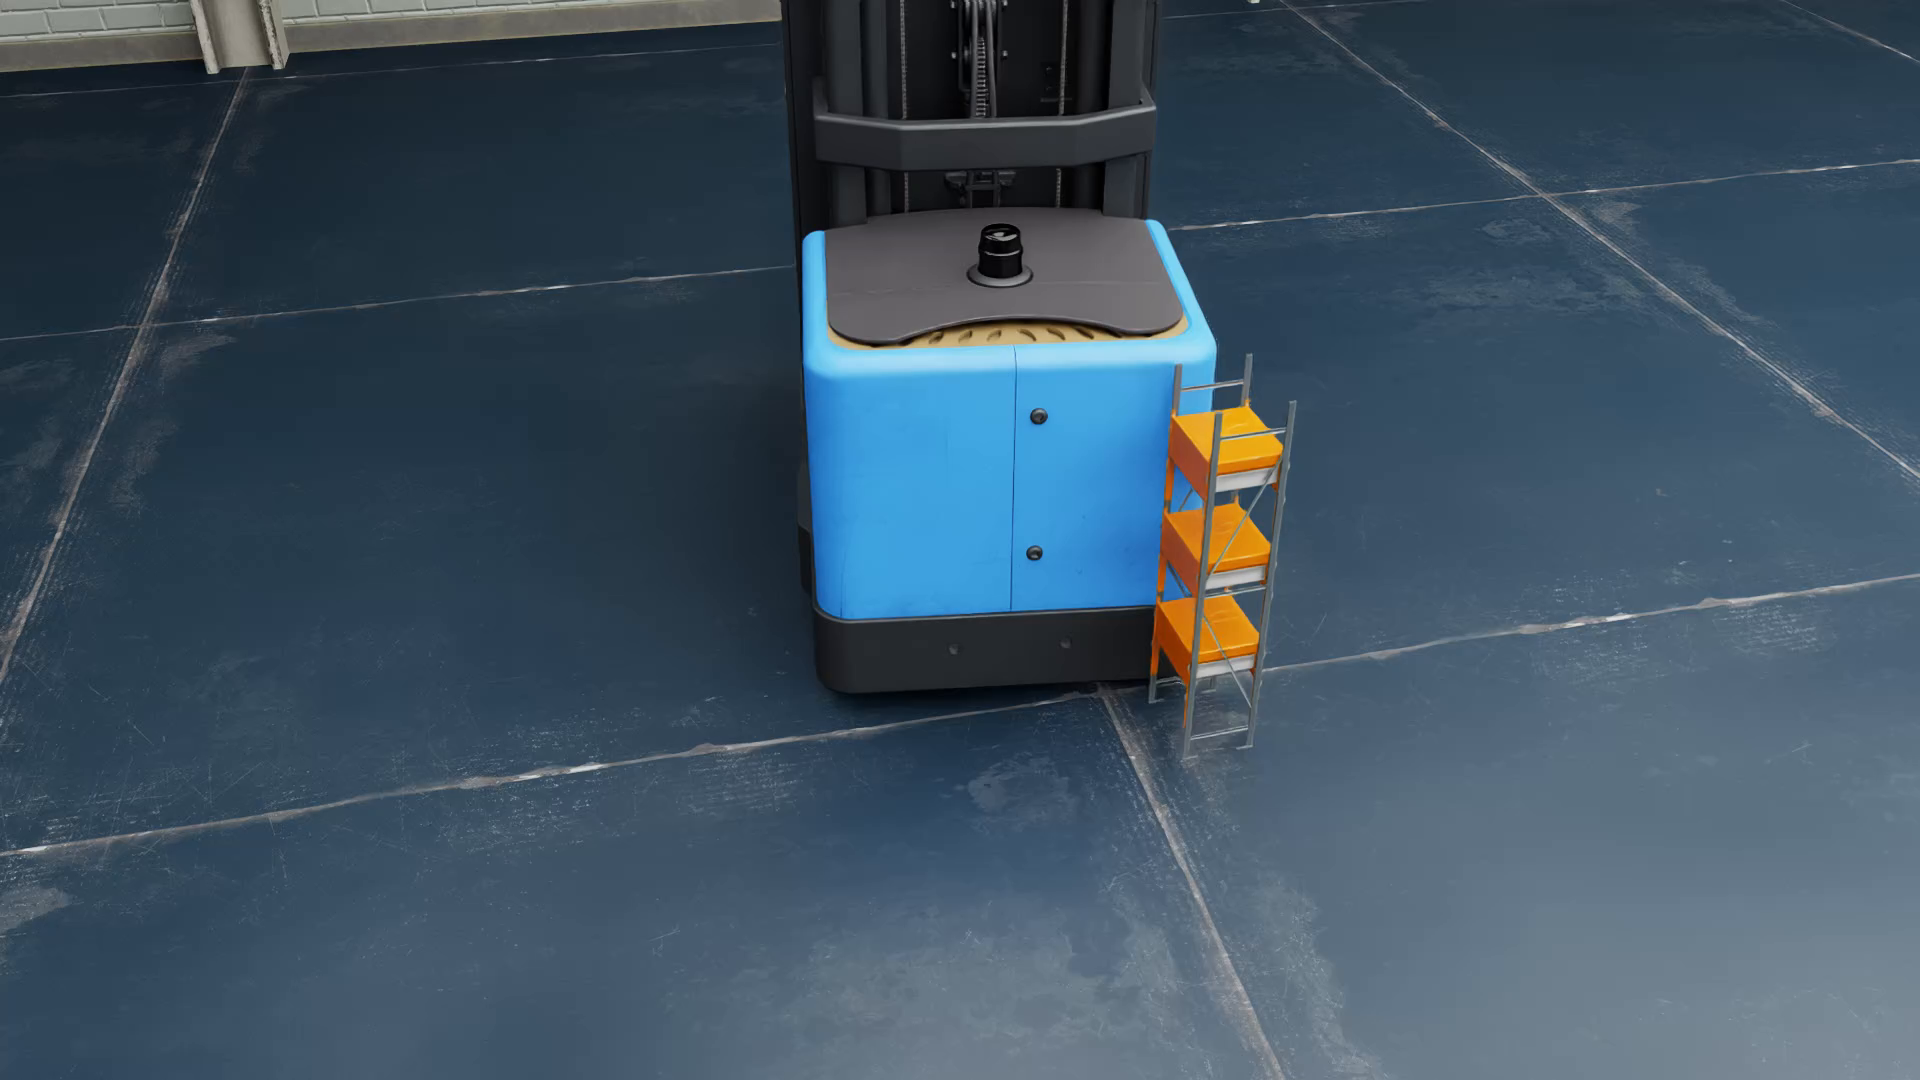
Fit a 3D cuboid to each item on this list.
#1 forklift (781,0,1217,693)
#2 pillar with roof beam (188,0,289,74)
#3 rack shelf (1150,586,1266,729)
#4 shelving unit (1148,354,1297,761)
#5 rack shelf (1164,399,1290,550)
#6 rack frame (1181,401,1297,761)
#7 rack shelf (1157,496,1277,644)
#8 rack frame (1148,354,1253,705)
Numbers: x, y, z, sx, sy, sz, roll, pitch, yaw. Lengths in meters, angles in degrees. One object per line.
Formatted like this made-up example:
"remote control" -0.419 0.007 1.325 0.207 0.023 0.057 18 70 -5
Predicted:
"forklift" 0.012 -1.602 5.006 1.130 2.935 3.031 -3 34 -4
"pillar with roof beam" -2.975 -4.034 3.185 0.400 9.000 9.100 -7 35 -11
"rack shelf" 0.647 0.305 4.372 0.215 0.259 0.240 -9 35 -13
"shelving unit" 0.647 0.065 4.211 0.215 1.050 0.252 -9 35 -13
"rack shelf" 0.647 -0.162 4.059 0.215 0.259 0.240 -9 35 -13
"rack frame" 0.680 0.130 4.113 0.200 1.050 0.008 -9 35 -13
"rack shelf" 0.647 0.074 4.217 0.215 0.259 0.240 -9 35 -13
"rack frame" 0.614 0.000 4.308 0.200 1.050 0.008 -9 35 -13
